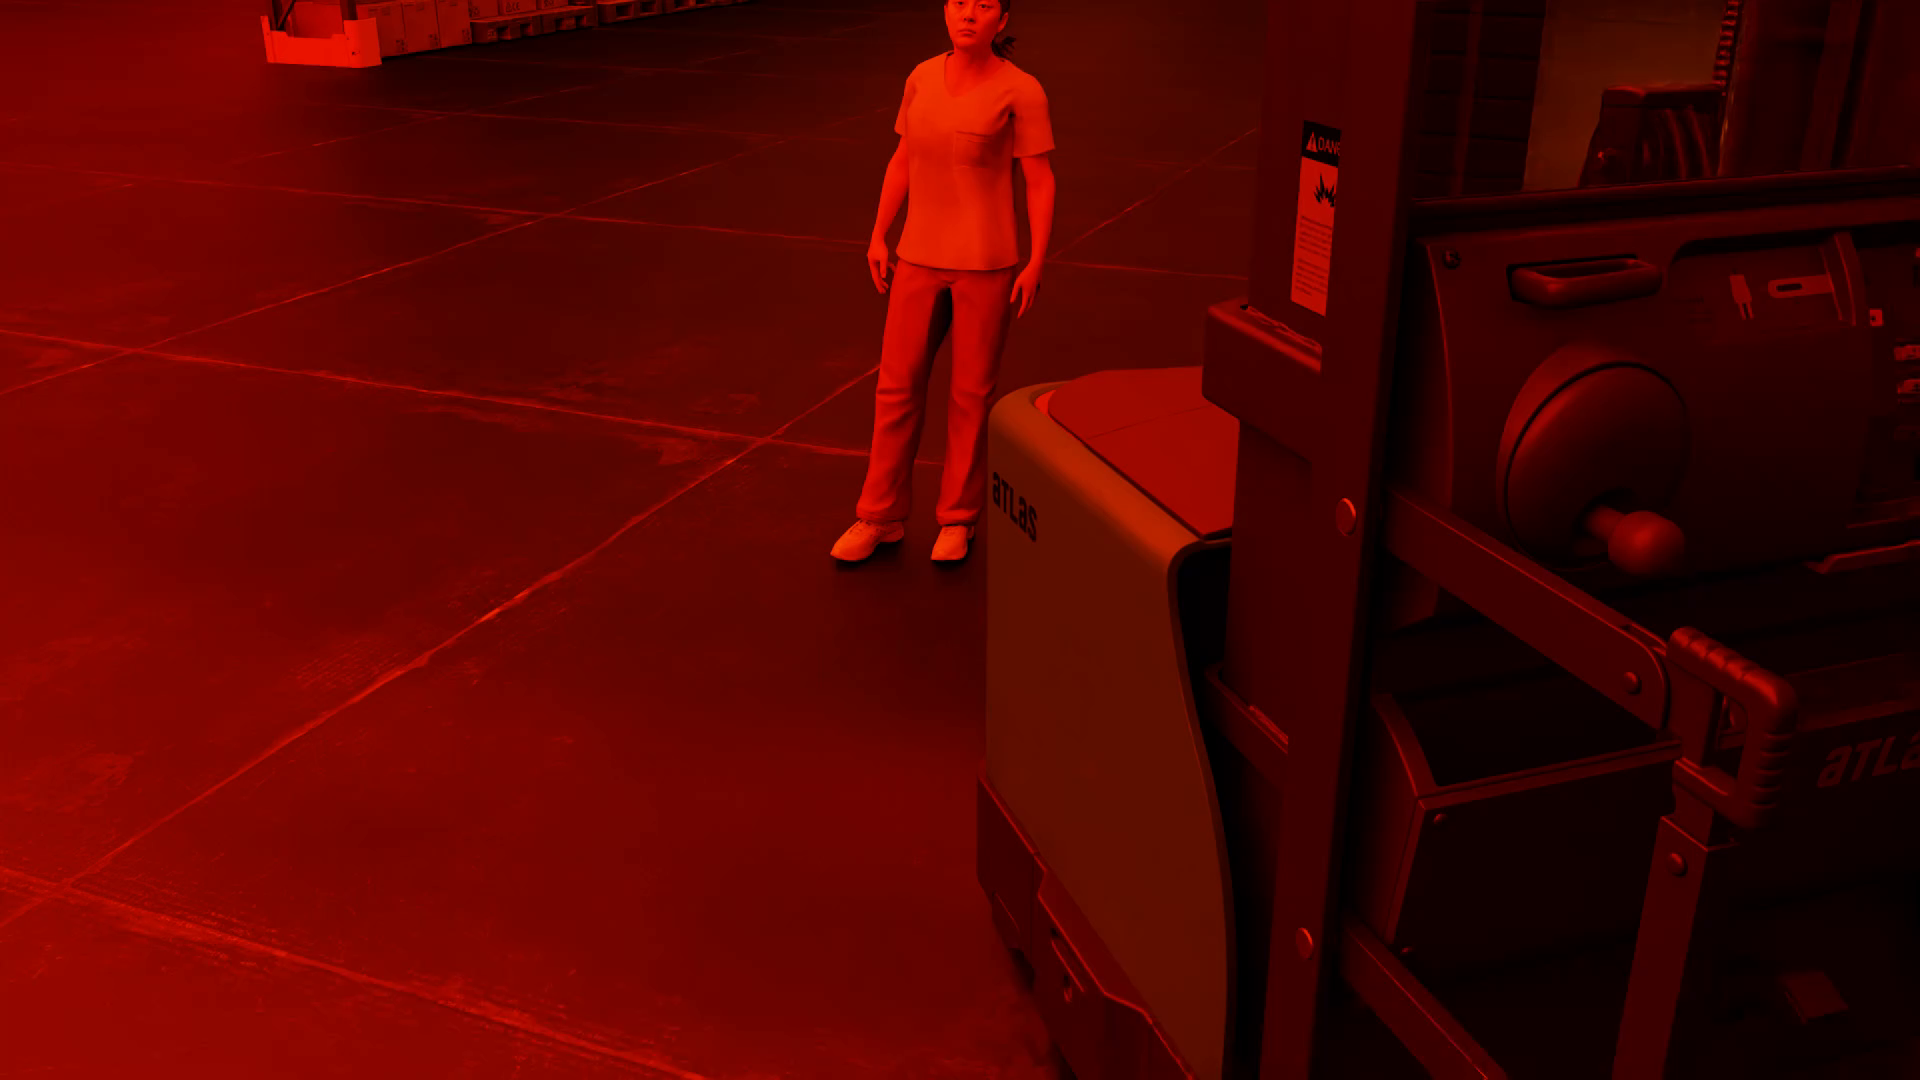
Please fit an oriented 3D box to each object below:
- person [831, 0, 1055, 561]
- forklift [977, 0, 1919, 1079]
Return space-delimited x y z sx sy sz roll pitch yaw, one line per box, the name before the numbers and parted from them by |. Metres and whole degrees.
person | -0.038 -0.755 4.709 0.554 1.676 0.549 9 24 21
forklift | 1.000 -0.160 1.676 1.130 2.935 3.031 -8 24 -18
